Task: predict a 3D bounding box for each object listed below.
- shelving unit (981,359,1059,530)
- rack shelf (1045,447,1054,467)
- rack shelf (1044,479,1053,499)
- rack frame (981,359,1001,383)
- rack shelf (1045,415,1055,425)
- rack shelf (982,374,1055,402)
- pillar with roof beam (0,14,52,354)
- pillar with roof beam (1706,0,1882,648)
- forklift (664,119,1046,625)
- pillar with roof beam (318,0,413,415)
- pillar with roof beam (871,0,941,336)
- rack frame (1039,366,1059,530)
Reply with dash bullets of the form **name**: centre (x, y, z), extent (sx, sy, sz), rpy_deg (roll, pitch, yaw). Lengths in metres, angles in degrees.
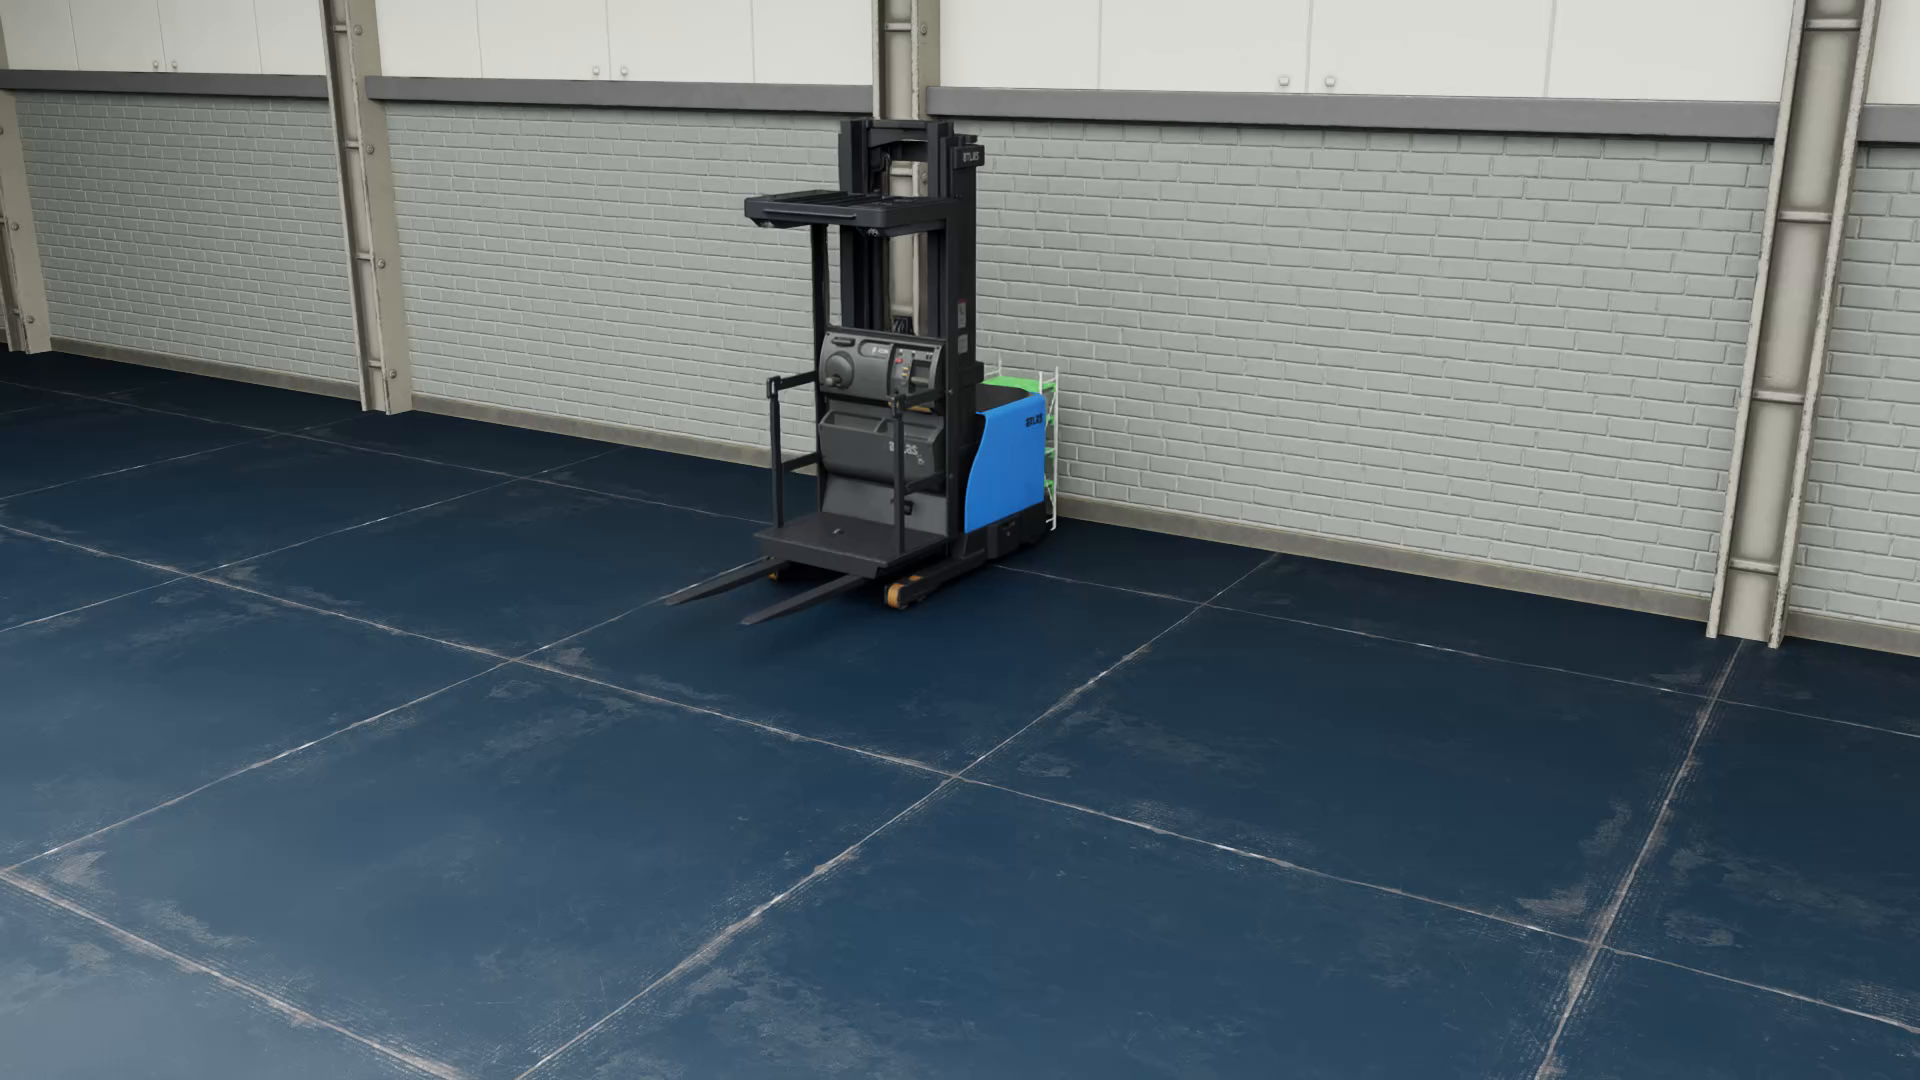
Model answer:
- **shelving unit**: centre (0.425, -0.670, 12.022), extent (0.503, 1.200, 0.258), rpy_deg (11, 20, 33)
- **rack shelf**: centre (0.425, -0.609, 12.040), extent (0.480, 0.148, 0.258), rpy_deg (11, 20, 33)
- **rack shelf**: centre (0.425, -0.379, 12.110), extent (0.480, 0.148, 0.258), rpy_deg (11, 20, 33)
- **rack frame**: centre (0.224, -0.710, 12.153), extent (0.015, 1.200, 0.240), rpy_deg (11, 20, 33)
- **rack shelf**: centre (0.426, -0.839, 11.971), extent (0.480, 0.148, 0.258), rpy_deg (11, 20, 33)
- **rack shelf**: centre (0.426, -1.068, 11.901), extent (0.480, 0.148, 0.258), rpy_deg (11, 20, 33)
- **pillar with roof beam**: centre (-12.868, -5.407, 14.198), extent (0.400, 9.000, 9.100), rpy_deg (10, 20, 30)
- **pillar with roof beam**: centre (2.470, -2.669, 5.184), extent (0.400, 9.000, 9.100), rpy_deg (10, 20, 30)
- **forklift**: centre (-0.635, -1.123, 10.536), extent (1.130, 2.935, 3.031), rpy_deg (11, 20, 33)
- **pillar with roof beam**: centre (-7.755, -4.494, 11.193), extent (0.400, 9.000, 9.100), rpy_deg (10, 20, 30)
- **pillar with roof beam**: centre (-2.642, -3.581, 8.189), extent (0.400, 9.000, 9.100), rpy_deg (10, 20, 30)
- **rack frame**: centre (0.627, -0.630, 11.890), extent (0.015, 1.200, 0.240), rpy_deg (11, 20, 33)
